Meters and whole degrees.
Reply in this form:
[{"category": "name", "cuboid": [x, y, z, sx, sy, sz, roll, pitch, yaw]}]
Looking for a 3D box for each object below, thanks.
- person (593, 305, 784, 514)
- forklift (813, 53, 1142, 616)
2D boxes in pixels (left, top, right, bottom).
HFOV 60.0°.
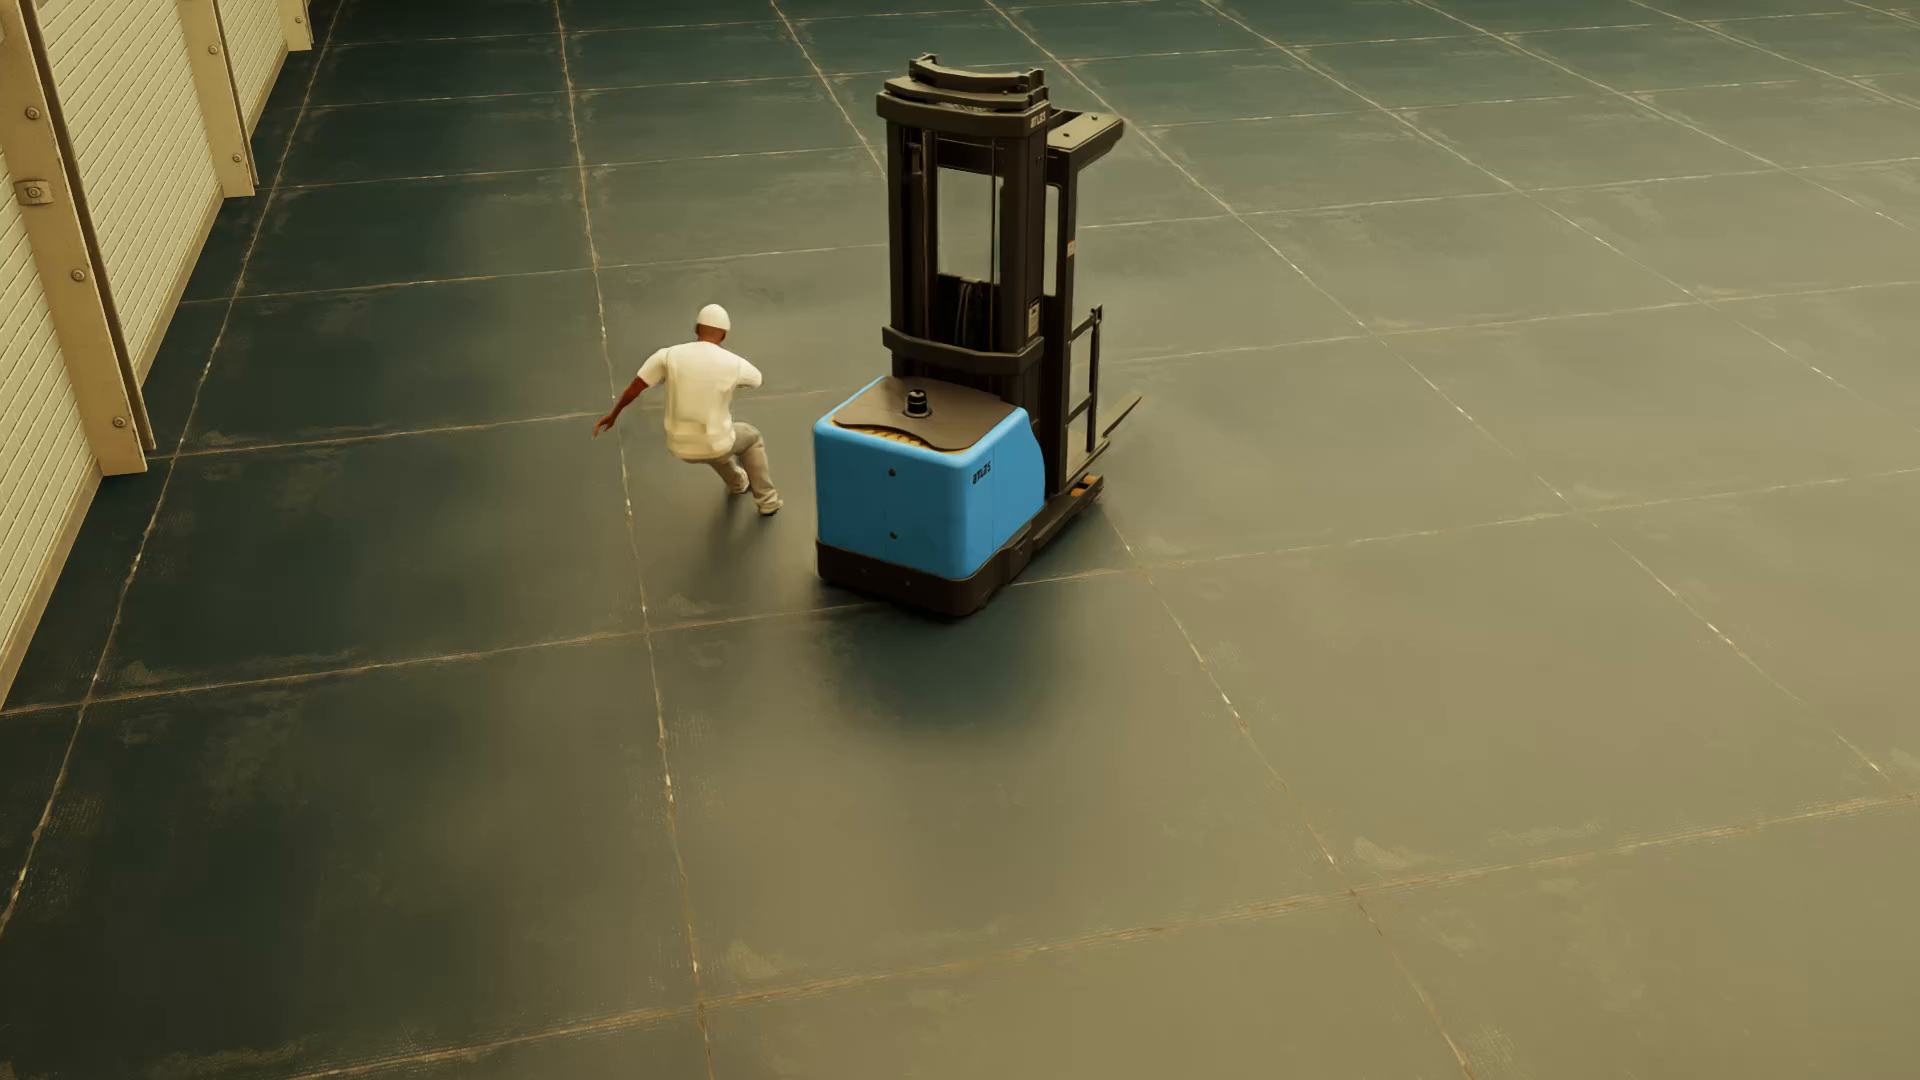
[{"category": "person", "cuboid": [-1.680, -0.817, 10.518, 1.050, 1.487, 0.960, 4, 30, 6]}, {"category": "forklift", "cuboid": [0.286, -1.539, 10.234, 1.130, 2.935, 3.031, 15, 33, 24]}]
